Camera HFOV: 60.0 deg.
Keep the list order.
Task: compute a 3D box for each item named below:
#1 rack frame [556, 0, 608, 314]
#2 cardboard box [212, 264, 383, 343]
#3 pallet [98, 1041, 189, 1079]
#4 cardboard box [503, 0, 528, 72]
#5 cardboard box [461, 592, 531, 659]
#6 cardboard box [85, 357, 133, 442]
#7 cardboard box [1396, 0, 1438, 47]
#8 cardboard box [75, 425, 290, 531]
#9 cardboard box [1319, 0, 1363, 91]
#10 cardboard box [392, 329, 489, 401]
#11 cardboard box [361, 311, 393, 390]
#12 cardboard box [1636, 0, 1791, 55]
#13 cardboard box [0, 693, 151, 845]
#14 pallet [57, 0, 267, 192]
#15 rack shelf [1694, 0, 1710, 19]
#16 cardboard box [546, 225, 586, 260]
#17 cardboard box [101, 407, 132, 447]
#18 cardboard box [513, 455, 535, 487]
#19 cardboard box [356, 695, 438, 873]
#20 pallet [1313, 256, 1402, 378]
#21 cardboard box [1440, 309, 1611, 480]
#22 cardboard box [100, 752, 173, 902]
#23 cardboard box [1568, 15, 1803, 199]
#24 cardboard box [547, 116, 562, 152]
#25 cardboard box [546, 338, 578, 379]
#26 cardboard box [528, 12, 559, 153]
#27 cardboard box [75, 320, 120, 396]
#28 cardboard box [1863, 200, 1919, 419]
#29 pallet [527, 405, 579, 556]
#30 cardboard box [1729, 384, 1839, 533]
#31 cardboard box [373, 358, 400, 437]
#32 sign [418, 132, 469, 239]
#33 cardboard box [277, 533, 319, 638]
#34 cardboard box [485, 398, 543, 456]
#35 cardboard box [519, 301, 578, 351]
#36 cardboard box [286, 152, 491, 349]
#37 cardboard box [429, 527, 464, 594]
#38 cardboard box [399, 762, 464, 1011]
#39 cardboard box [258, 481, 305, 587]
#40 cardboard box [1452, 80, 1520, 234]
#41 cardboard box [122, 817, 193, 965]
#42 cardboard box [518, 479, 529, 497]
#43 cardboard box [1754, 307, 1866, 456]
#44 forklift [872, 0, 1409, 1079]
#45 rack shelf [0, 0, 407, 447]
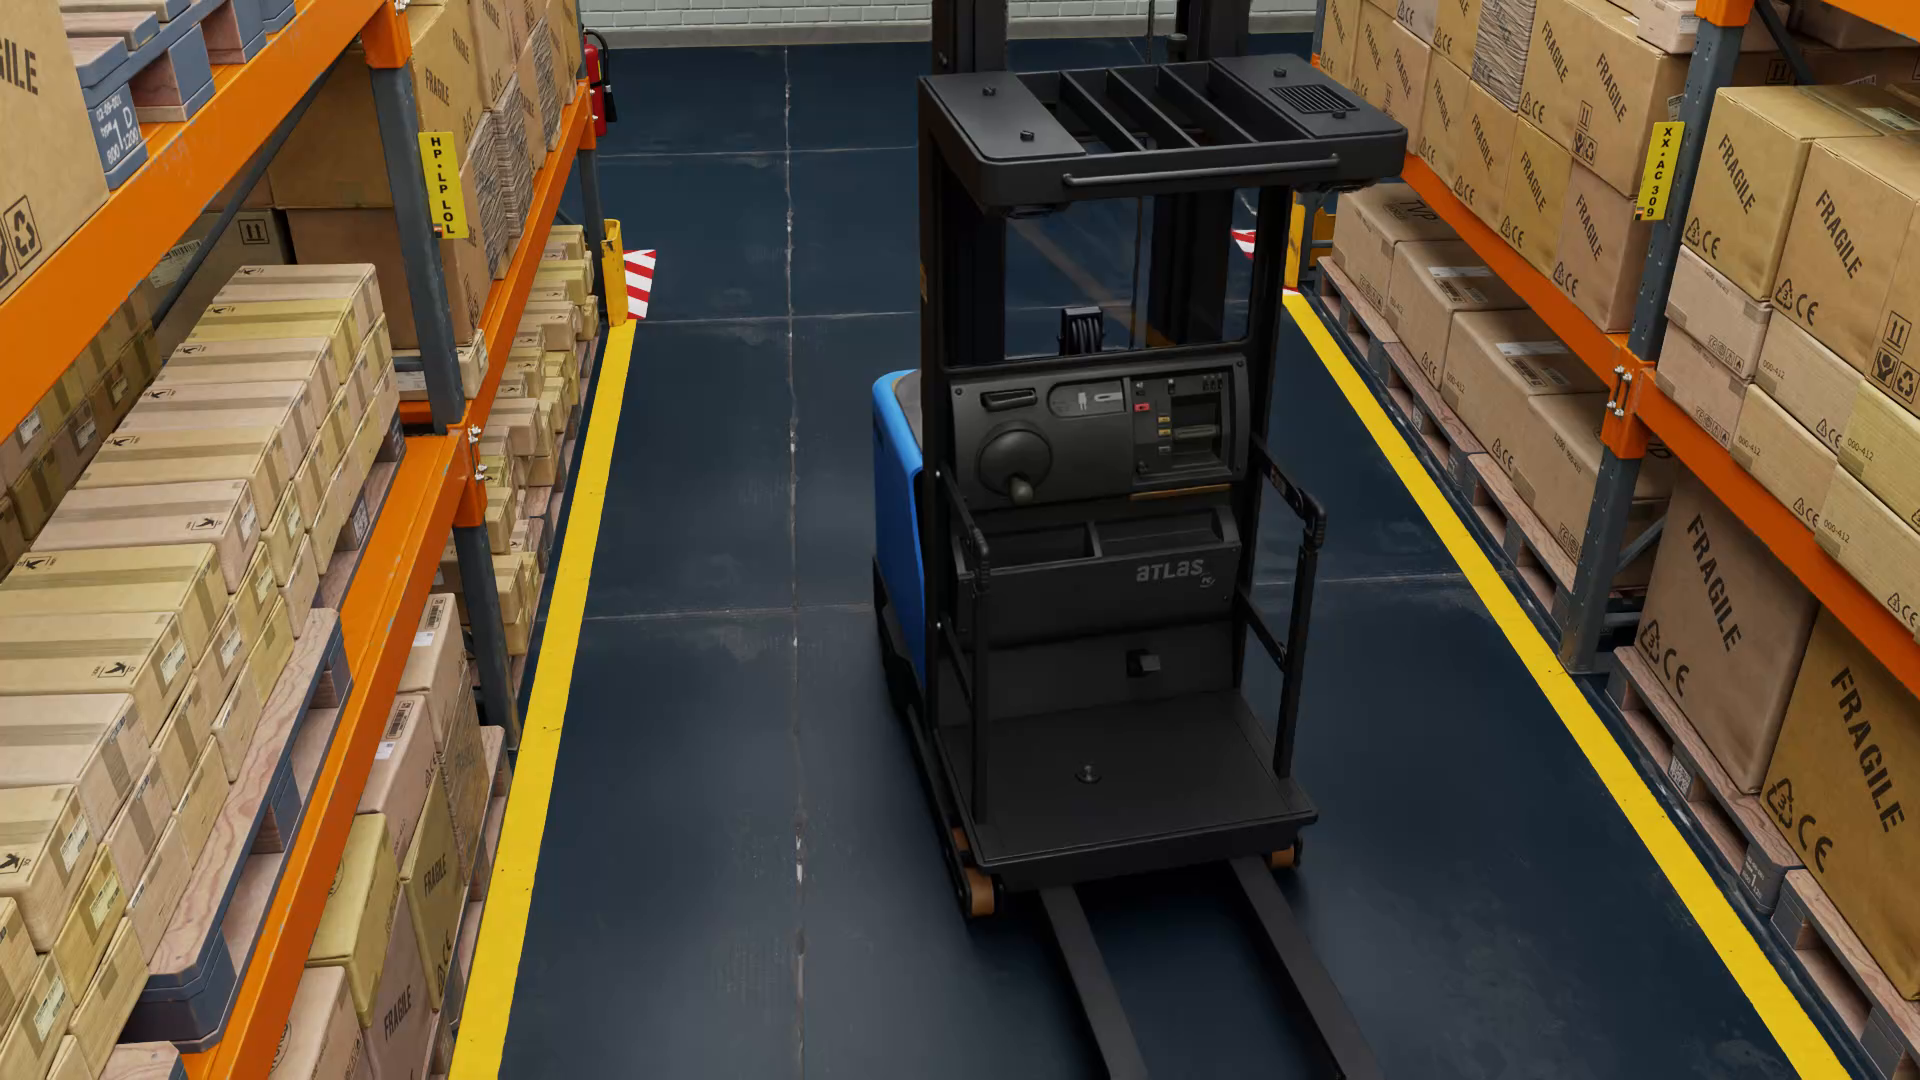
[{"bbox_3d":[-2.467,-2.573,8.632,1.000,3.000,0.127,-3,31,-5],"label":"rack frame"},{"bbox_3d":[-1.861,-0.663,4.690,0.380,0.149,0.250,-1,31,-2],"label":"cardboard box"},{"bbox_3d":[-1.892,1.235,2.444,1.213,0.211,1.003,-3,31,-5],"label":"pallet"},{"bbox_3d":[-2.019,-2.157,6.574,0.500,0.500,0.500,-4,31,-6],"label":"cardboard box"},{"bbox_3d":[-1.807,0.312,6.174,0.380,0.149,0.250,-4,31,-7],"label":"cardboard box"},{"bbox_3d":[-2.488,-0.375,4.499,0.380,0.149,0.250,-3,31,-6],"label":"cardboard box"},{"bbox_3d":[2.325,-2.549,7.520,0.500,0.500,0.500,-3,31,-5],"label":"cardboard box"},{"bbox_3d":[-1.769,-0.134,3.805,0.380,0.149,0.250,-4,31,-6],"label":"cardboard box"},{"bbox_3d":[2.211,-2.646,8.657,0.500,0.500,0.500,-3,31,-5],"label":"cardboard box"},{"bbox_3d":[-1.794,-0.583,5.546,0.380,0.149,0.250,-2,31,-3],"label":"cardboard box"},{"bbox_3d":[-1.859,-0.537,4.769,0.380,0.149,0.250,-2,31,-3],"label":"cardboard box"},{"bbox_3d":[2.480,-1.712,5.486,0.380,0.149,0.250,-3,31,-6],"label":"cardboard box"},{"bbox_3d":[-1.667,0.403,2.906,0.380,0.149,0.250,-1,31,-2],"label":"cardboard box"},{"bbox_3d":[-2.041,-0.888,3.070,1.213,0.211,1.003,-3,31,-5],"label":"pallet"},{"bbox_3d":[2.639,-2.819,6.821,1.077,0.370,4.000,-3,31,-5],"label":"rack shelf"},{"bbox_3d":[-2.165,-1.526,8.671,0.380,0.149,0.250,-2,31,-4],"label":"cardboard box"},{"bbox_3d":[-2.482,-0.239,4.560,0.380,0.149,0.250,-2,31,-4],"label":"cardboard box"},{"bbox_3d":[-2.004,-0.342,6.978,0.380,0.149,0.250,-1,31,-2],"label":"cardboard box"},{"bbox_3d":[-1.737,0.672,4.497,0.500,0.250,0.500,-1,31,-2],"label":"cardboard box"},{"bbox_3d":[2.605,-1.260,9.154,1.003,0.211,1.213,-3,31,-5],"label":"pallet"},{"bbox_3d":[2.790,-0.682,7.556,0.875,0.438,0.875,-4,31,-6],"label":"cardboard box"},{"bbox_3d":[-1.666,0.525,2.992,0.380,0.149,0.250,-3,31,-5],"label":"cardboard box"},{"bbox_3d":[2.507,-1.519,5.796,0.500,0.500,0.500,-3,31,-5],"label":"cardboard box"},{"bbox_3d":[-2.083,-1.927,7.796,0.380,0.149,0.250,-2,31,-3],"label":"cardboard box"},{"bbox_3d":[-2.022,-0.872,7.865,0.380,0.149,0.250,-2,31,-4],"label":"cardboard box"},{"bbox_3d":[-2.068,-2.005,7.294,0.500,0.500,0.500,-3,31,-4],"label":"cardboard box"},{"bbox_3d":[-2.482,-0.493,4.406,0.380,0.149,0.250,-2,31,-3],"label":"cardboard box"},{"bbox_3d":[2.700,-0.539,4.154,0.500,0.500,0.500,-3,31,-6],"label":"cardboard box"},{"bbox_3d":[-2.308,-0.299,7.545,1.003,0.211,1.213,-3,31,-5],"label":"pallet"},{"bbox_3d":[2.654,-0.254,4.896,0.500,0.250,0.500,-3,31,-6],"label":"cardboard box"},{"bbox_3d":[-1.859,-0.410,4.846,0.380,0.149,0.250,-3,31,-6],"label":"cardboard box"},{"bbox_3d":[-1.541,-1.056,4.964,0.100,0.325,0.005,-3,31,-5],"label":"sign"},{"bbox_3d":[-1.758,0.120,3.960,0.380,0.149,0.250,-4,31,-7],"label":"cardboard box"},{"bbox_3d":[-1.948,-0.464,6.893,0.380,0.149,0.250,-2,31,-4],"label":"cardboard box"},{"bbox_3d":[-2.006,-1.000,7.789,0.380,0.149,0.250,-2,31,-3],"label":"cardboard box"},{"bbox_3d":[-1.888,-0.966,5.555,0.500,0.500,0.500,-3,31,-5],"label":"cardboard box"},{"bbox_3d":[-1.919,0.072,5.995,0.380,0.149,0.250,-2,31,-3],"label":"cardboard box"},{"bbox_3d":[-1.725,0.990,4.696,0.500,0.500,0.500,-3,31,-6],"label":"cardboard box"},{"bbox_3d":[-1.760,-0.003,3.876,0.380,0.149,0.250,-4,31,-7],"label":"cardboard box"},{"bbox_3d":[2.413,-1.605,6.915,0.500,0.500,0.500,-3,31,-5],"label":"cardboard box"},{"bbox_3d":[-1.665,0.653,3.067,0.380,0.149,0.250,-2,31,-3],"label":"cardboard box"},{"bbox_3d":[-2.040,-0.211,7.049,0.380,0.149,0.250,-4,31,-7],"label":"cardboard box"},{"bbox_3d":[2.663,-0.467,4.765,0.500,0.250,0.500,-2,31,-4],"label":"cardboard box"},{"bbox_3d":[0.481,-0.281,4.862,1.130,2.935,3.031,-7,31,-11],"label":"forklift"},{"bbox_3d":[-1.906,-0.488,2.919,1.077,0.370,4.000,-3,31,-5],"label":"rack shelf"}]
